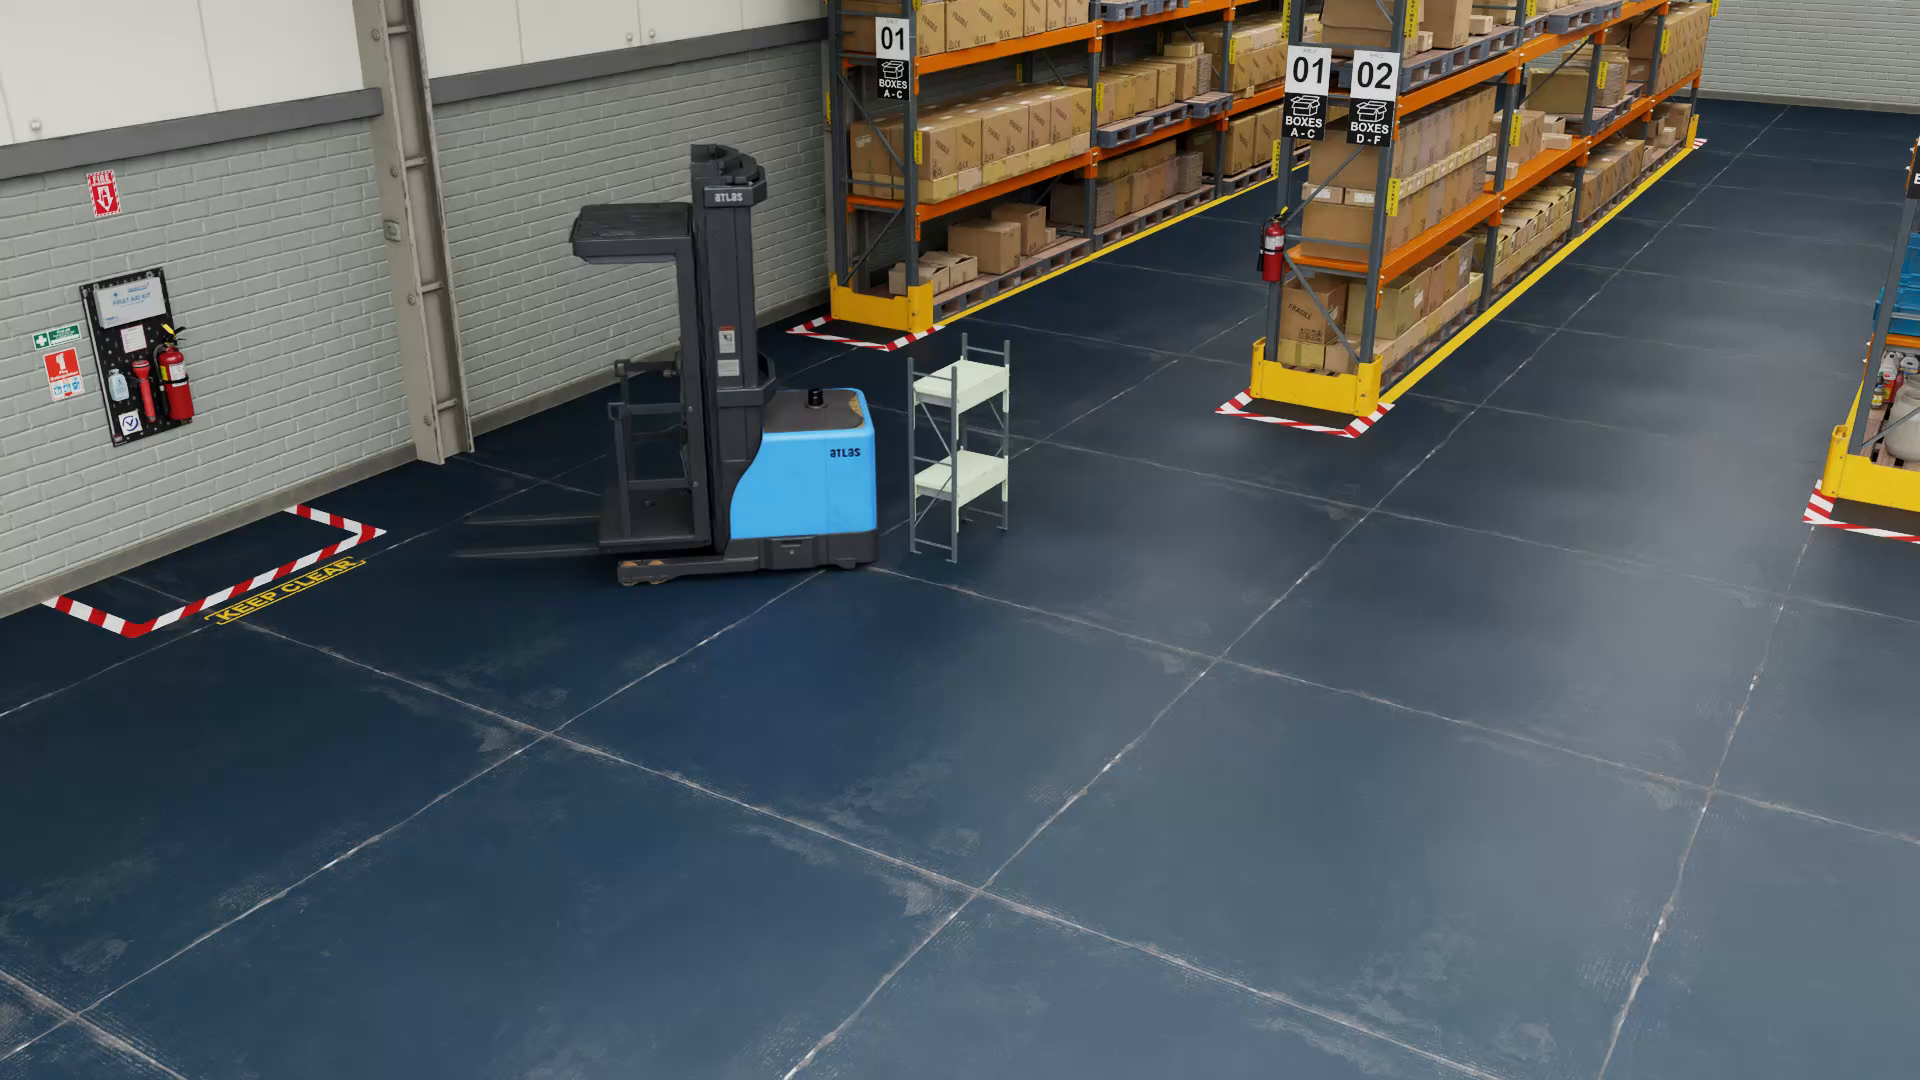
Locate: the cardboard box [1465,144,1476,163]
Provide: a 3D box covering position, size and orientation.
[{"bbox_3d":[5.062,-3.978,17.057,0.380,0.149,0.250,14,27,29],"label":"cardboard box"}]

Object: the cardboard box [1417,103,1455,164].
[{"bbox_3d":[4.406,-4.014,16.323,0.700,0.500,0.500,14,27,29],"label":"cardboard box"}]

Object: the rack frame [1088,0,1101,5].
[{"bbox_3d":[1.218,-7.822,19.327,1.000,3.000,0.127,14,27,29],"label":"rack frame"}]

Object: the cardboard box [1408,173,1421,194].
[{"bbox_3d":[4.114,-3.371,15.654,0.380,0.149,0.250,13,27,28],"label":"cardboard box"}]

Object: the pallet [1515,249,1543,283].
[{"bbox_3d":[6.427,-3.422,20.226,1.003,0.211,1.213,14,27,29],"label":"pallet"}]

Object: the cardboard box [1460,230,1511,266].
[{"bbox_3d":[5.858,-3.307,18.676,0.500,0.311,0.500,14,27,29],"label":"cardboard box"}]

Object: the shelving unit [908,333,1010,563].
[{"bbox_3d":[-0.004,-0.686,12.282,0.431,1.500,0.755,14,27,29],"label":"shelving unit"}]

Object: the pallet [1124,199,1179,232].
[{"bbox_3d":[2.271,-4.466,22.635,1.003,0.211,1.213,14,27,29],"label":"pallet"}]

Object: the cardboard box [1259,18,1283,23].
[{"bbox_3d":[4.862,-7.751,25.244,0.500,0.250,0.500,14,27,30],"label":"cardboard box"}]

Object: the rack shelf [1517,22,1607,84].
[{"bbox_3d":[6.484,-5.753,19.230,1.077,0.370,4.000,14,27,29],"label":"rack shelf"}]

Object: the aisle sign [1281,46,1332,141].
[{"bbox_3d":[3.035,-3.914,14.579,0.394,0.787,0.004,14,27,29],"label":"aisle sign"}]

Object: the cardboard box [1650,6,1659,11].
[{"bbox_3d":[10.763,-8.146,26.243,0.500,0.500,0.500,14,27,30],"label":"cardboard box"}]

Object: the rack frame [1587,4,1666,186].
[{"bbox_3d":[9.649,-6.732,24.361,1.000,3.000,0.127,14,27,29],"label":"rack frame"}]

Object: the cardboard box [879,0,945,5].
[{"bbox_3d":[-0.482,-5.688,16.764,0.500,0.500,0.500,12,26,25],"label":"cardboard box"}]

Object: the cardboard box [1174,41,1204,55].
[{"bbox_3d":[3.172,-6.841,23.117,0.380,0.149,0.250,10,25,22],"label":"cardboard box"}]

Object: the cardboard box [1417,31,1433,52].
[{"bbox_3d":[4.089,-4.560,15.180,0.380,0.149,0.250,14,27,29],"label":"cardboard box"}]

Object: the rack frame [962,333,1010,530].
[{"bbox_3d":[0.190,-0.810,12.568,0.400,1.500,0.023,14,27,29],"label":"rack frame"}]

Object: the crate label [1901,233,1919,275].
[{"bbox_3d":[8.266,-2.337,14.163,0.502,0.435,0.616,14,27,29],"label":"crate label"}]

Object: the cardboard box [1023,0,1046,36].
[{"bbox_3d":[0.624,-5.915,18.547,0.500,0.500,0.500,13,26,27],"label":"cardboard box"}]

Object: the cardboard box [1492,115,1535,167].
[{"bbox_3d":[6.390,-4.680,19.496,0.500,0.500,0.500,14,27,29],"label":"cardboard box"}]

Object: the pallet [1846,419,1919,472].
[{"bbox_3d":[7.958,-0.671,13.871,1.003,0.211,1.213,14,27,29],"label":"pallet"}]

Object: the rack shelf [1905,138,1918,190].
[{"bbox_3d":[8.580,-3.364,13.710,1.077,0.370,4.000,14,27,29],"label":"rack shelf"}]

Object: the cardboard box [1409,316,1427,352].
[{"bbox_3d":[4.315,-2.085,16.559,0.500,0.250,0.500,14,27,29],"label":"cardboard box"}]

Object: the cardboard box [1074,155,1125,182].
[{"bbox_3d":[1.822,-4.869,21.706,0.500,0.250,0.500,13,27,28],"label":"cardboard box"}]

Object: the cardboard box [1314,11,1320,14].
[{"bbox_3d":[6.504,-8.579,28.250,0.980,0.700,0.700,12,26,26],"label":"cardboard box"}]

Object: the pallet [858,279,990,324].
[{"bbox_3d":[-0.393,-2.731,18.629,1.003,0.211,1.213,14,27,29],"label":"pallet"}]

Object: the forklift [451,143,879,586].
[{"bbox_3d":[-2.149,-1.243,11.769,3.031,2.935,1.130,-3,24,-8],"label":"forklift"}]

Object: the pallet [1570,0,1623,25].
[{"bbox_3d":[7.257,-6.424,20.111,1.213,0.211,1.003,15,28,31],"label":"pallet"}]

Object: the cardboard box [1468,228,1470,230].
[{"bbox_3d":[5.668,-3.594,19.338,0.500,0.311,0.500,15,27,30],"label":"cardboard box"}]

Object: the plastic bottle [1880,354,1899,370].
[{"bbox_3d":[8.435,-1.523,15.110,0.144,0.351,0.185,15,28,31],"label":"plastic bottle"}]

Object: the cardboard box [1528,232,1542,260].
[{"bbox_3d":[6.663,-3.566,19.980,0.500,0.250,0.500,14,27,30],"label":"cardboard box"}]

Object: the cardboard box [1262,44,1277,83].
[{"bbox_3d":[4.349,-7.063,24.599,0.500,0.500,0.500,14,27,29],"label":"cardboard box"}]

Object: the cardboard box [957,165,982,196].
[{"bbox_3d":[-0.103,-3.935,18.064,0.500,0.250,0.500,13,27,27],"label":"cardboard box"}]

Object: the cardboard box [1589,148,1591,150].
[{"bbox_3d":[8.645,-5.325,23.703,0.500,0.500,0.500,14,27,30],"label":"cardboard box"}]

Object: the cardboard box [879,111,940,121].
[{"bbox_3d":[-0.550,-4.375,18.135,0.500,0.500,0.500,14,27,30],"label":"cardboard box"}]

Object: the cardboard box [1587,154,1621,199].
[{"bbox_3d":[8.833,-5.054,23.077,0.500,0.500,0.500,13,27,27],"label":"cardboard box"}]

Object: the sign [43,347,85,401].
[{"bbox_3d":[-6.137,-1.136,11.390,0.001,0.329,0.234,14,27,29],"label":"sign"}]

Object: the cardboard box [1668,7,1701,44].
[{"bbox_3d":[11.222,-8.032,25.980,0.500,0.500,0.500,15,27,30],"label":"cardboard box"}]

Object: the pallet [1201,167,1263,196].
[{"bbox_3d":[3.808,-5.389,24.769,1.003,0.211,1.213,14,27,29],"label":"pallet"}]

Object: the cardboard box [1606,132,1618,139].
[{"bbox_3d":[9.708,-6.038,25.351,0.500,0.500,0.500,14,27,29],"label":"cardboard box"}]

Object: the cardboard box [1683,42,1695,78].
[{"bbox_3d":[11.215,-7.577,26.186,0.500,0.500,0.500,14,27,29],"label":"cardboard box"}]

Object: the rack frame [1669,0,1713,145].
[{"bbox_3d":[11.759,-8.082,27.479,1.000,3.000,0.127,14,27,29],"label":"rack frame"}]

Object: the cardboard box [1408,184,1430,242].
[{"bbox_3d":[4.116,-3.227,16.139,0.700,0.500,0.500,14,27,29],"label":"cardboard box"}]

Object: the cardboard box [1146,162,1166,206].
[{"bbox_3d":[2.384,-4.896,22.713,0.700,0.500,0.500,14,27,29],"label":"cardboard box"}]

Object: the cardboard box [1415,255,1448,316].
[{"bbox_3d":[4.584,-2.597,16.797,0.500,0.500,0.500,14,27,29],"label":"cardboard box"}]

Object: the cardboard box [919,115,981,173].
[{"bbox_3d":[-0.115,-4.266,17.884,0.500,0.500,0.500,14,27,29],"label":"cardboard box"}]

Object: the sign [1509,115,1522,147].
[{"bbox_3d":[5.901,-4.350,17.668,0.100,0.325,0.005,14,27,29],"label":"sign"}]

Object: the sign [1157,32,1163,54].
[{"bbox_3d":[2.855,-7.065,23.673,0.100,0.325,0.005,14,27,29],"label":"sign"}]

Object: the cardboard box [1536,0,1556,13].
[{"bbox_3d":[6.489,-6.165,18.935,0.500,0.250,0.500,11,26,25],"label":"cardboard box"}]

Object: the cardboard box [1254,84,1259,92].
[{"bbox_3d":[4.209,-6.731,24.648,0.380,0.149,0.250,15,27,30],"label":"cardboard box"}]

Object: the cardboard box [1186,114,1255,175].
[{"bbox_3d":[3.828,-5.846,24.491,0.750,0.750,0.750,13,27,28],"label":"cardboard box"}]

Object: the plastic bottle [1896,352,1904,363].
[{"bbox_3d":[8.711,-1.636,15.469,0.097,0.271,0.097,0,23,0],"label":"plastic bottle"}]
